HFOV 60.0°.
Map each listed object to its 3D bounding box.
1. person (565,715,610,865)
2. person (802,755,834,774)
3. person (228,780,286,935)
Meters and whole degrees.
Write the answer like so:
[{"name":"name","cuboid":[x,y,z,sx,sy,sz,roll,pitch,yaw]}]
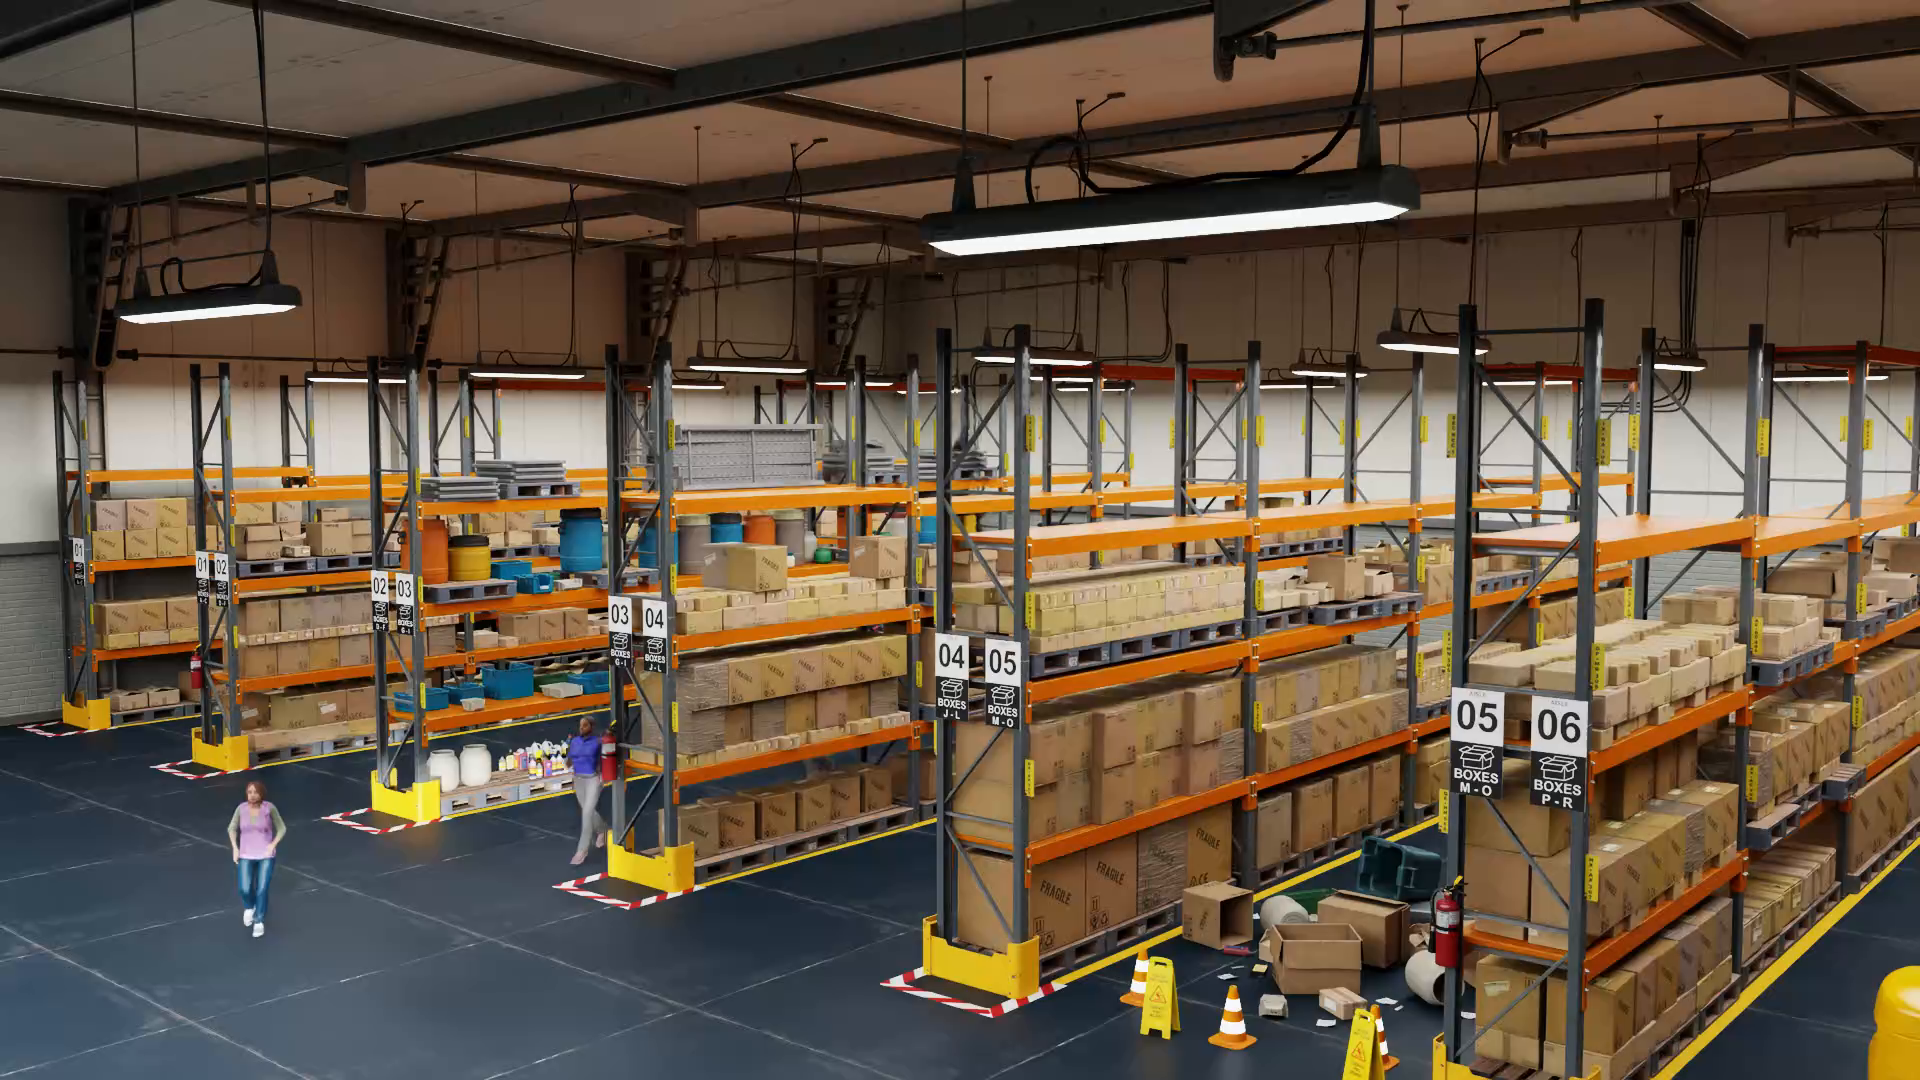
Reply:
[{"name":"person","cuboid":[-4.388,2.903,19.646,0.574,1.680,0.883,2,4,23]},{"name":"person","cuboid":[-2.074,2.654,23.577,0.602,1.618,0.568,3,5,35]},{"name":"person","cuboid":[-7.037,3.186,16.645,0.549,1.569,0.494,-1,4,-18]}]
